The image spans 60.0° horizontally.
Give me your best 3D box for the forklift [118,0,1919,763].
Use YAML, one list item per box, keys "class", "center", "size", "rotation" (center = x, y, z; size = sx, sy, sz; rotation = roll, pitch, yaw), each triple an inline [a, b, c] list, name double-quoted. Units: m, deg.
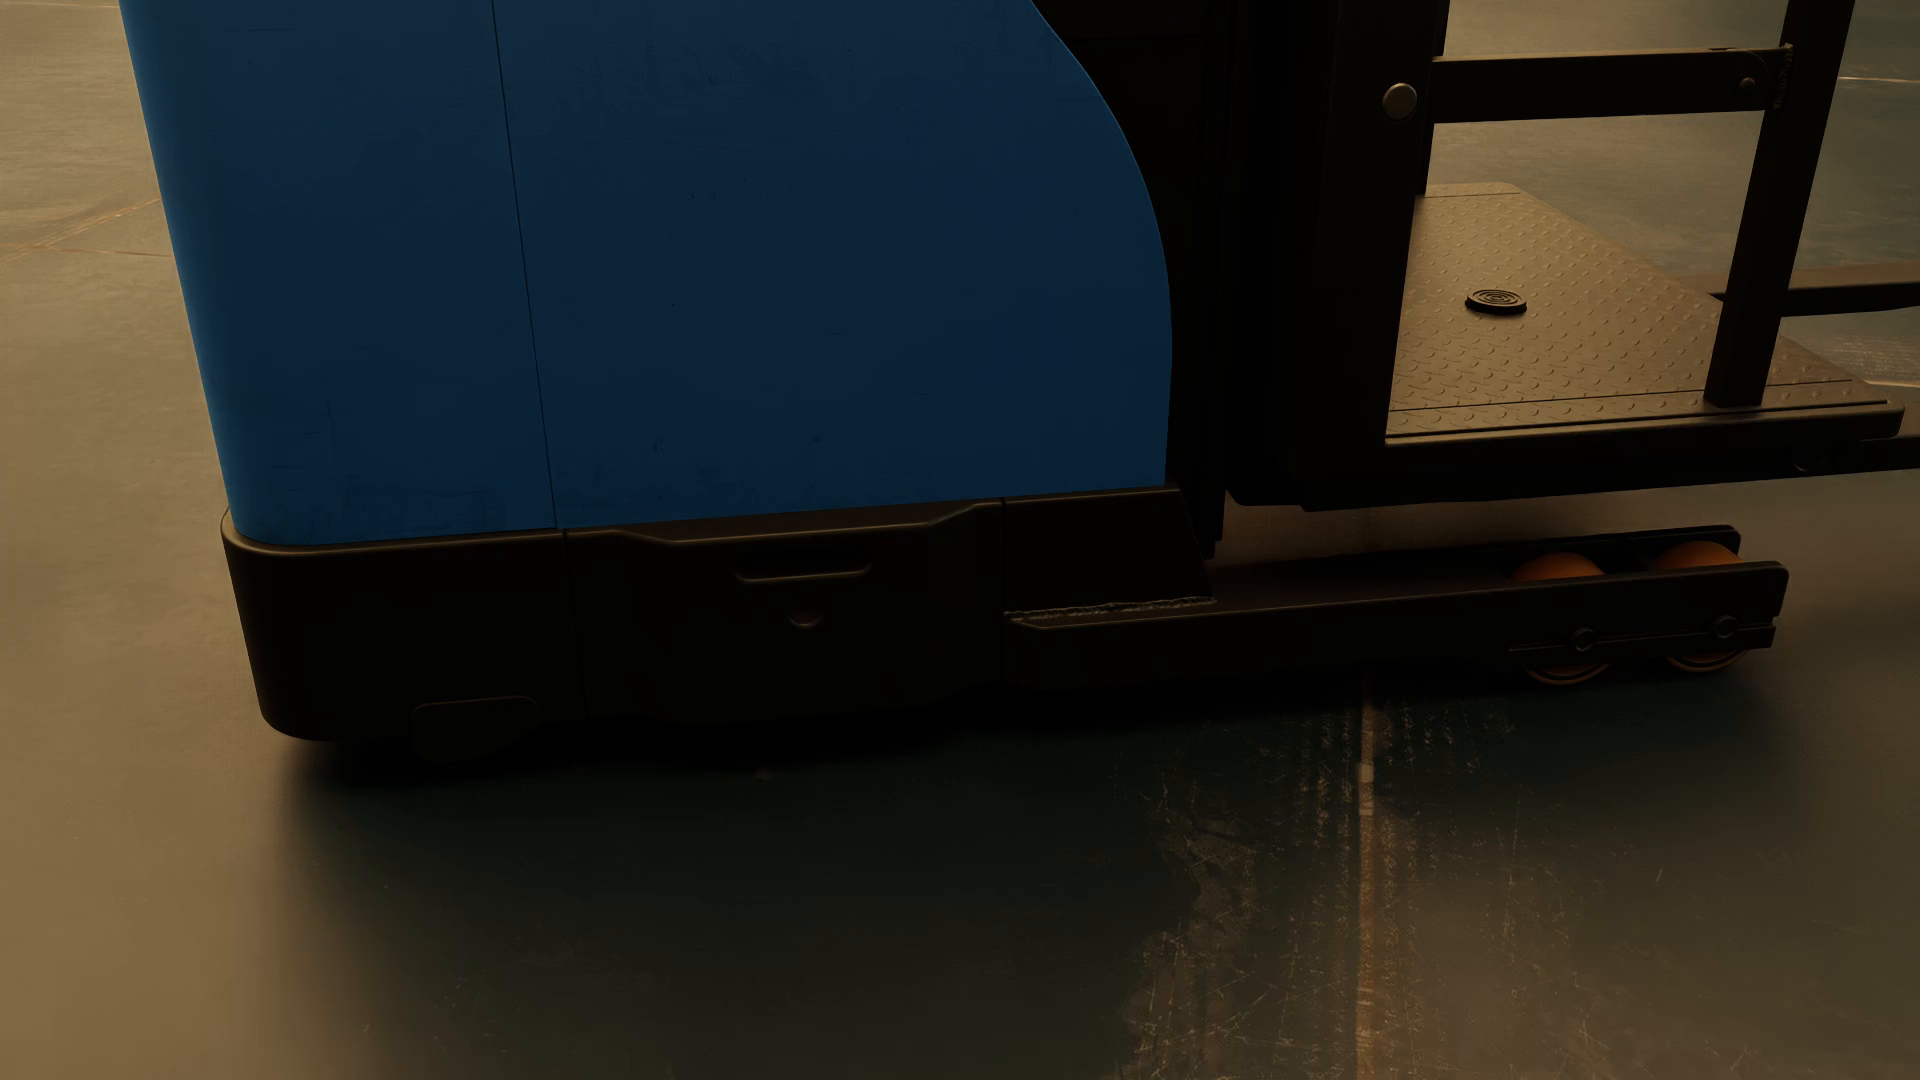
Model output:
- class: "forklift"
  center: [0.600, -1.354, 1.930]
  size: [3.031, 2.935, 1.130]
  rotation: [-4, 27, -9]
